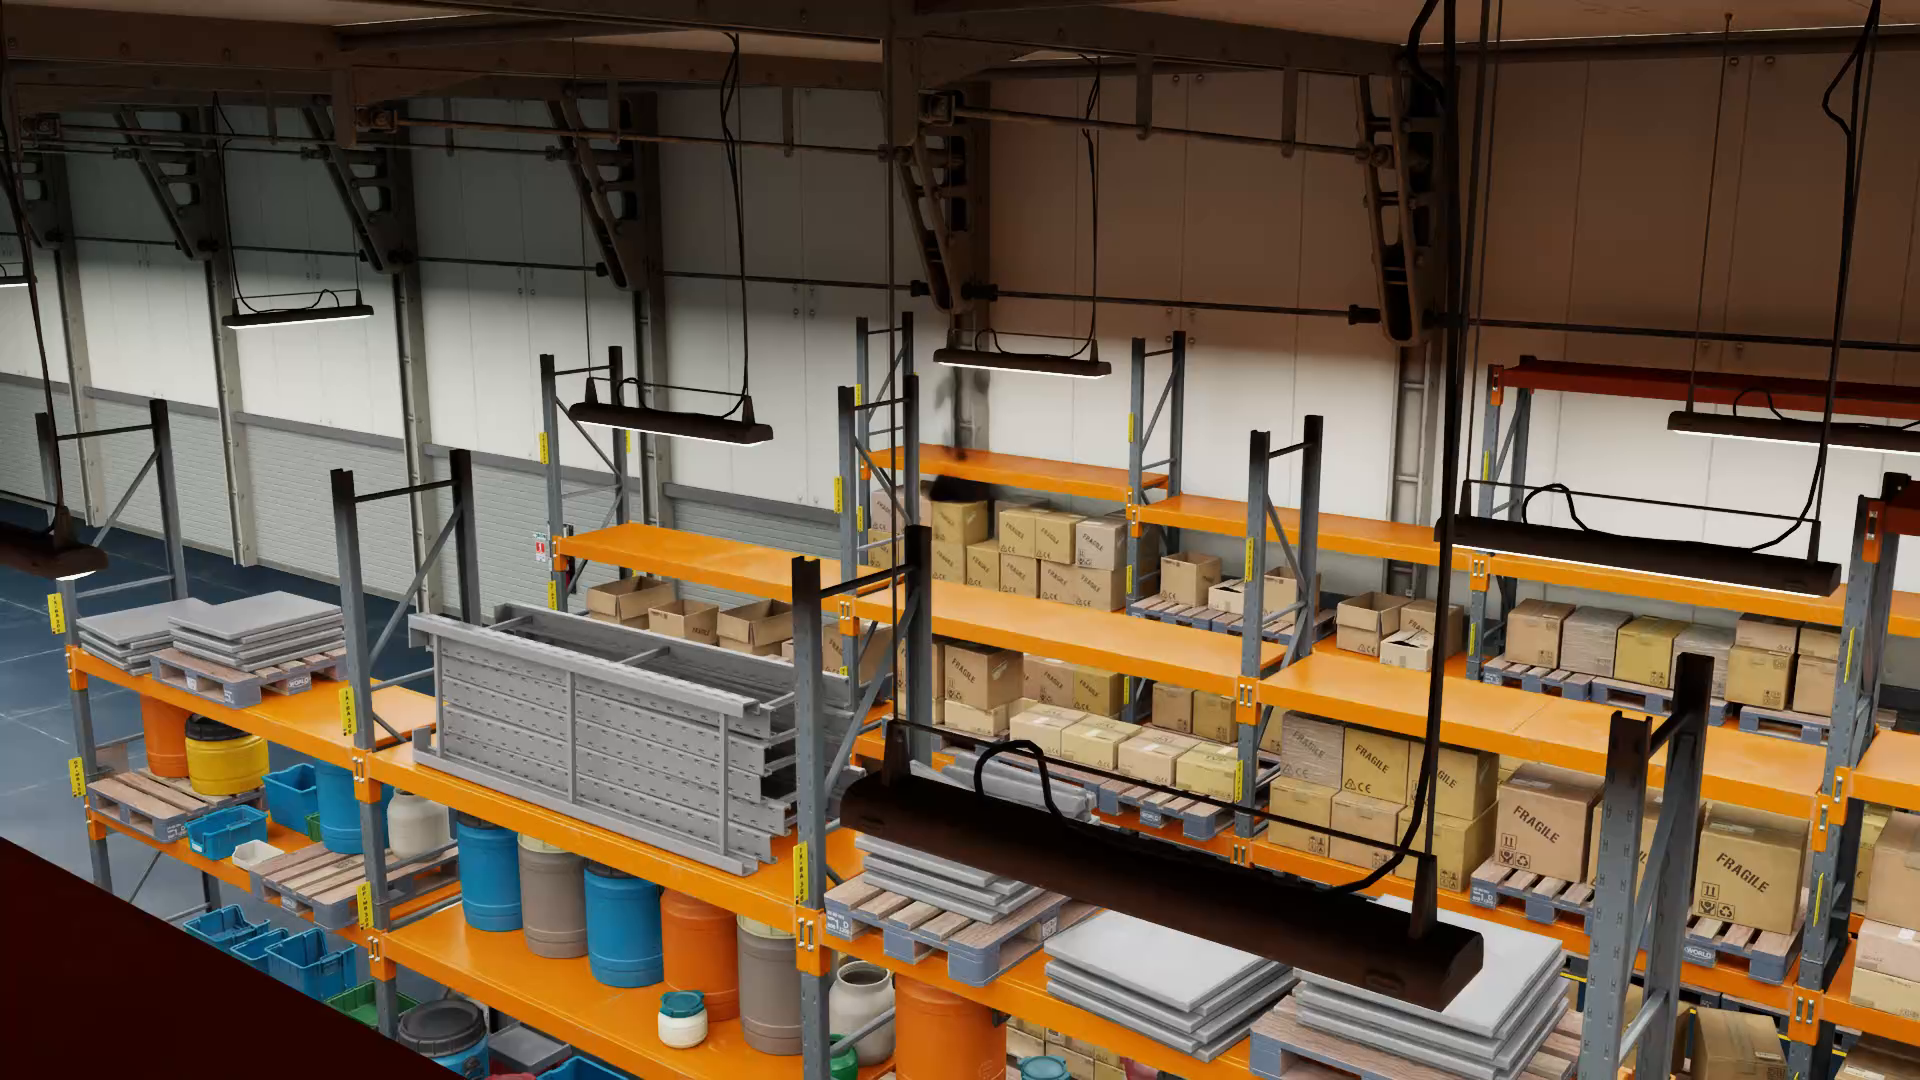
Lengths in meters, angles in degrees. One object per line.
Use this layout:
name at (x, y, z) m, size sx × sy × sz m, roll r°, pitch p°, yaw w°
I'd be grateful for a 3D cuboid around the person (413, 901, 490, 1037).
person at (-4.557, 3.777, 15.116) m, size 0.907 × 1.818 × 0.601 m, roll 4°, pitch 14°, yaw 18°
